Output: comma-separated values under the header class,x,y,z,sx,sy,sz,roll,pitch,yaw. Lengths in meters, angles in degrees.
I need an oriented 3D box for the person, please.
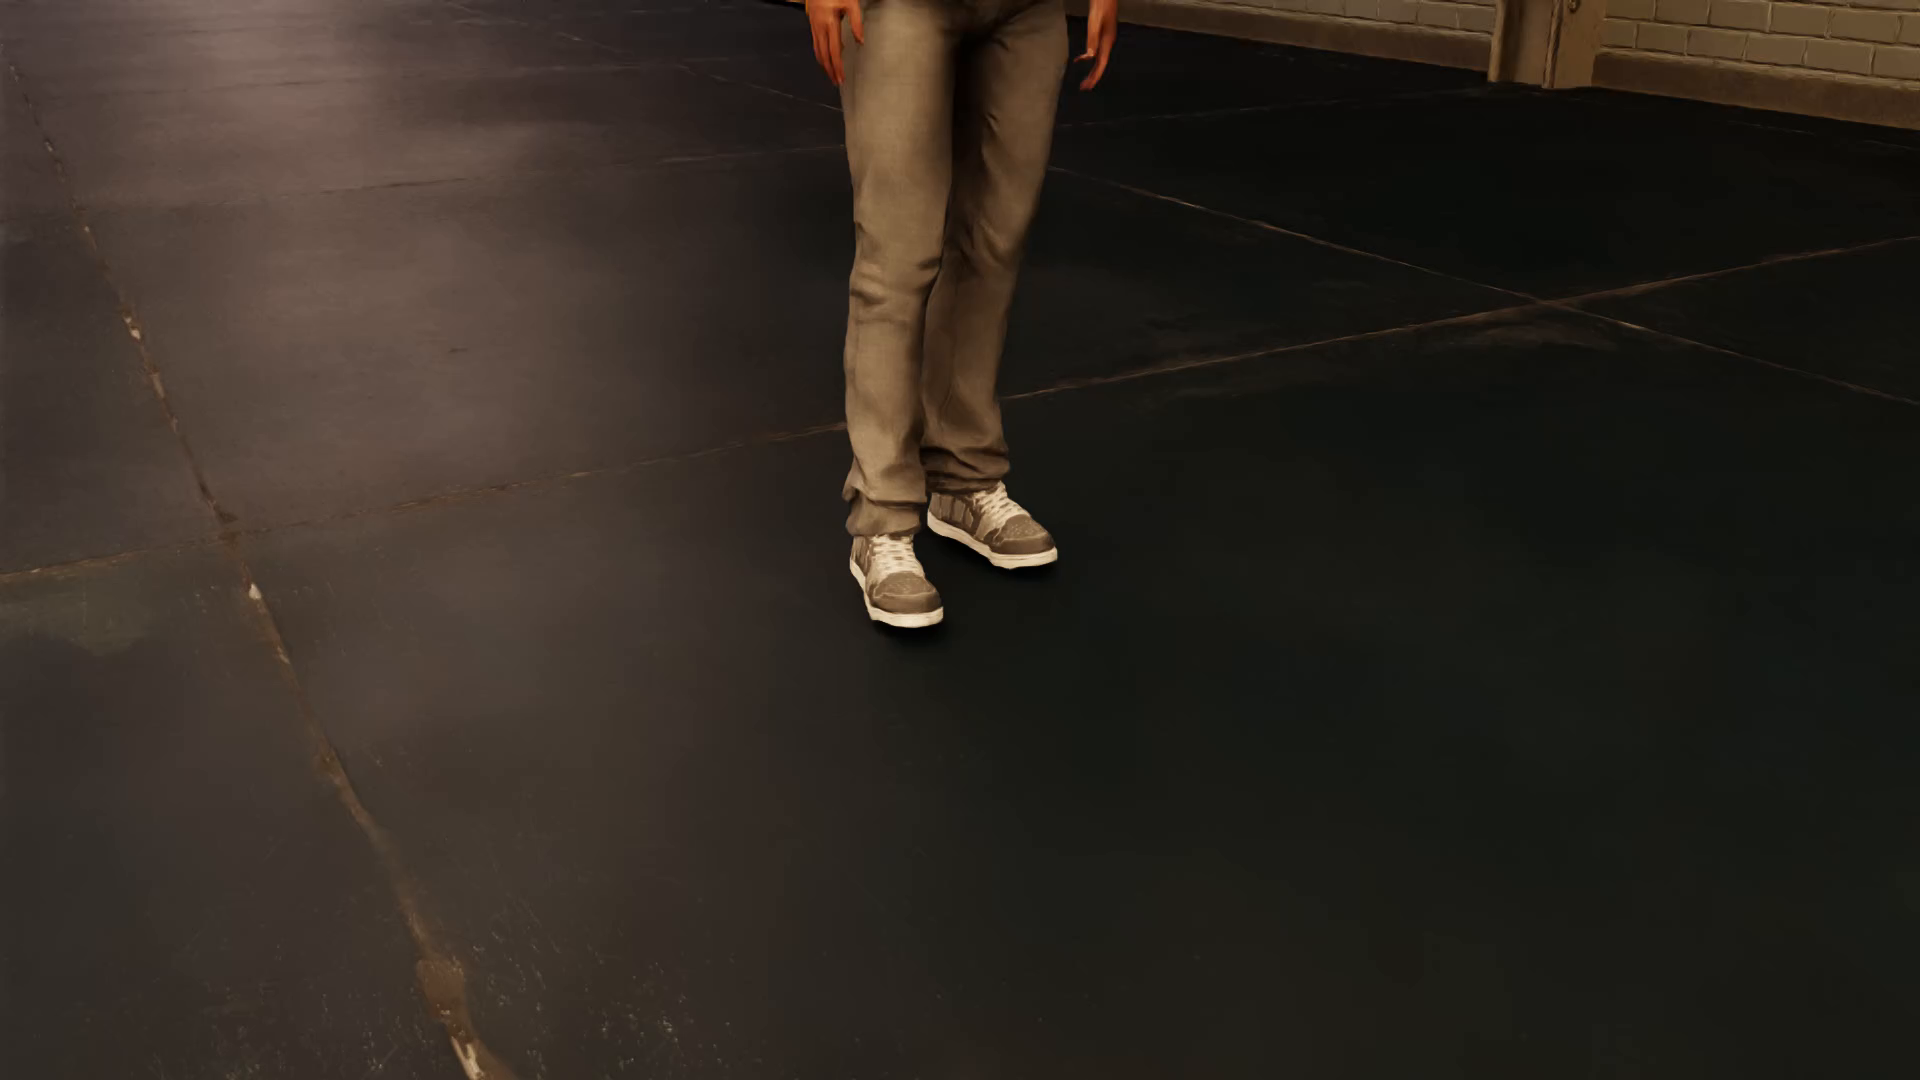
class,x,y,z,sx,sy,sz,roll,pitch,yaw
person,0.025,-0.718,2.263,0.521,1.597,0.474,-12,25,-28
